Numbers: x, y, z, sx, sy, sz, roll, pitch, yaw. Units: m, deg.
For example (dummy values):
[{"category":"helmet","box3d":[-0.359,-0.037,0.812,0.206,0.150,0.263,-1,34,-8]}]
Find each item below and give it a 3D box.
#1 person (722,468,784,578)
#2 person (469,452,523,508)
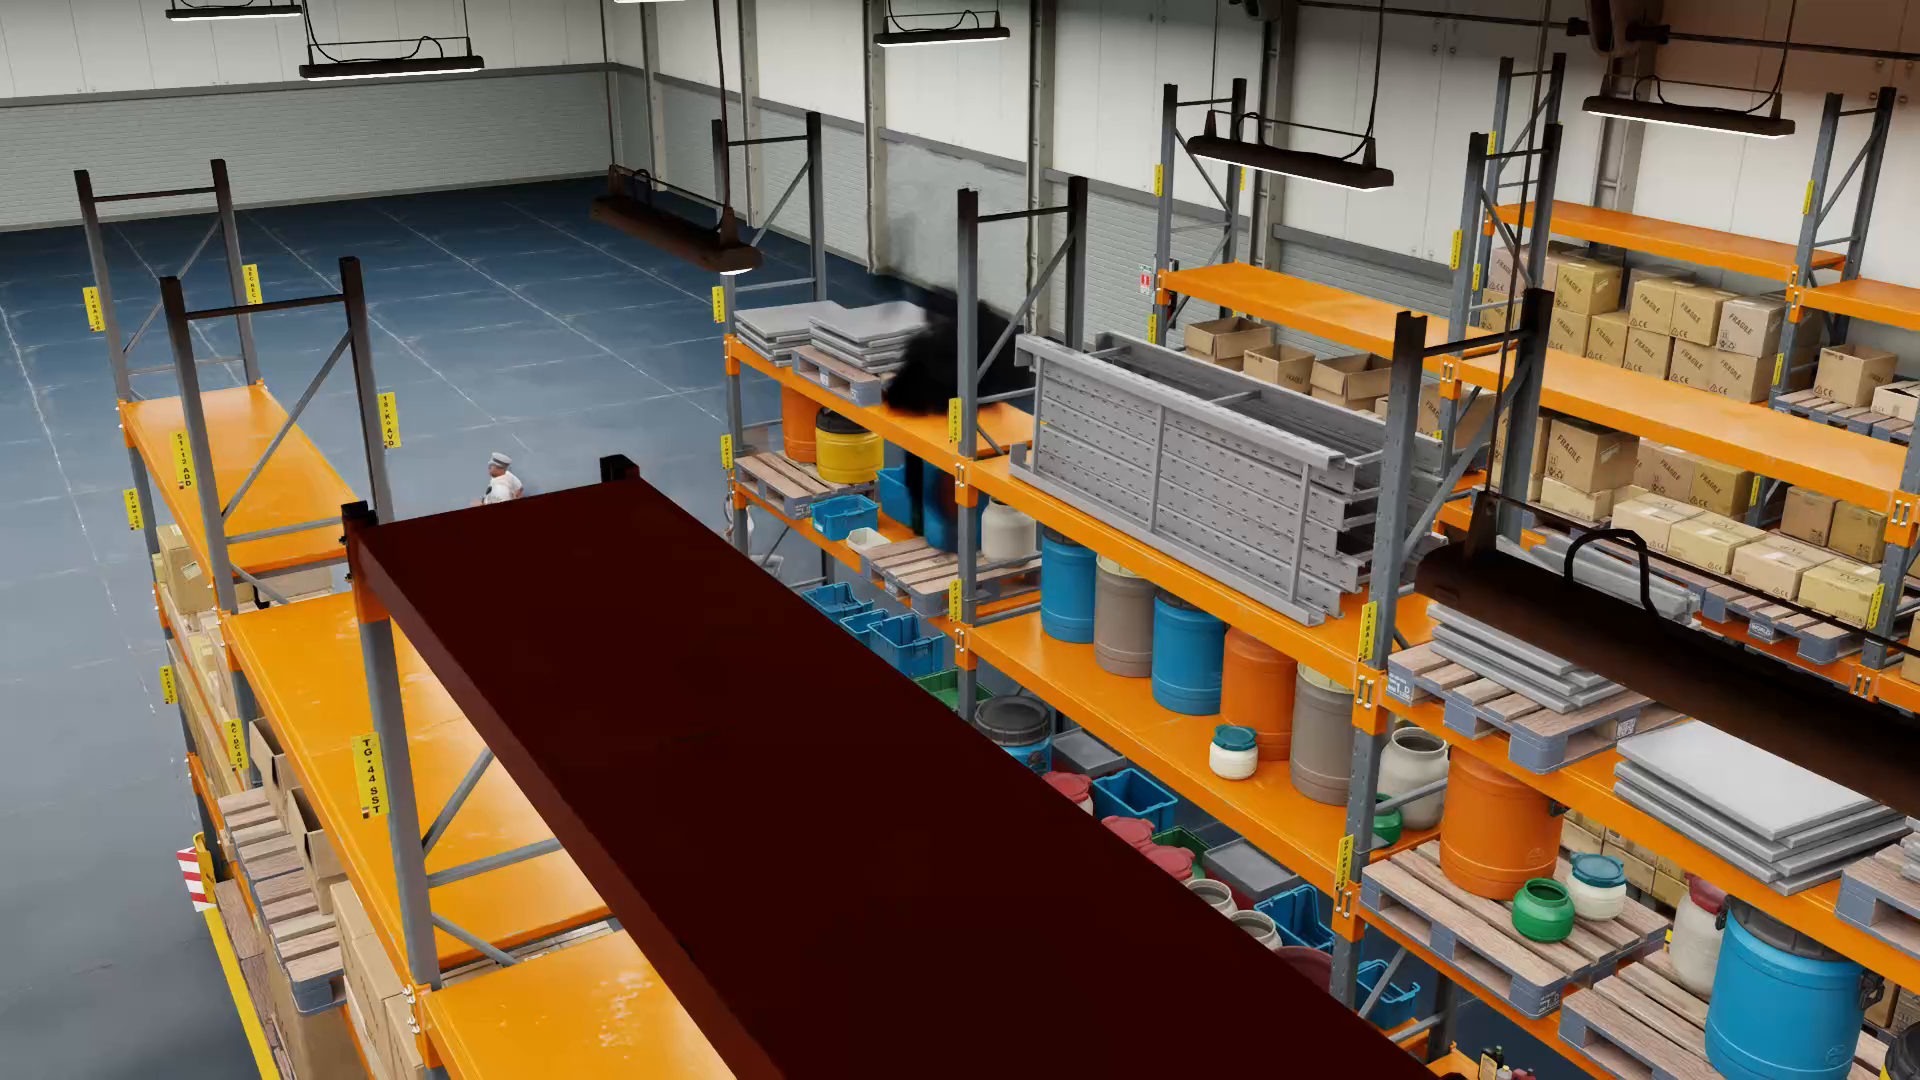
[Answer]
[{"category":"person","box3d":[-2.539,-0.130,19.553,0.886,1.684,0.566,-4,22,-10]},{"category":"person","box3d":[-5.340,-0.194,19.478,0.953,1.755,0.672,-5,22,-11]}]
